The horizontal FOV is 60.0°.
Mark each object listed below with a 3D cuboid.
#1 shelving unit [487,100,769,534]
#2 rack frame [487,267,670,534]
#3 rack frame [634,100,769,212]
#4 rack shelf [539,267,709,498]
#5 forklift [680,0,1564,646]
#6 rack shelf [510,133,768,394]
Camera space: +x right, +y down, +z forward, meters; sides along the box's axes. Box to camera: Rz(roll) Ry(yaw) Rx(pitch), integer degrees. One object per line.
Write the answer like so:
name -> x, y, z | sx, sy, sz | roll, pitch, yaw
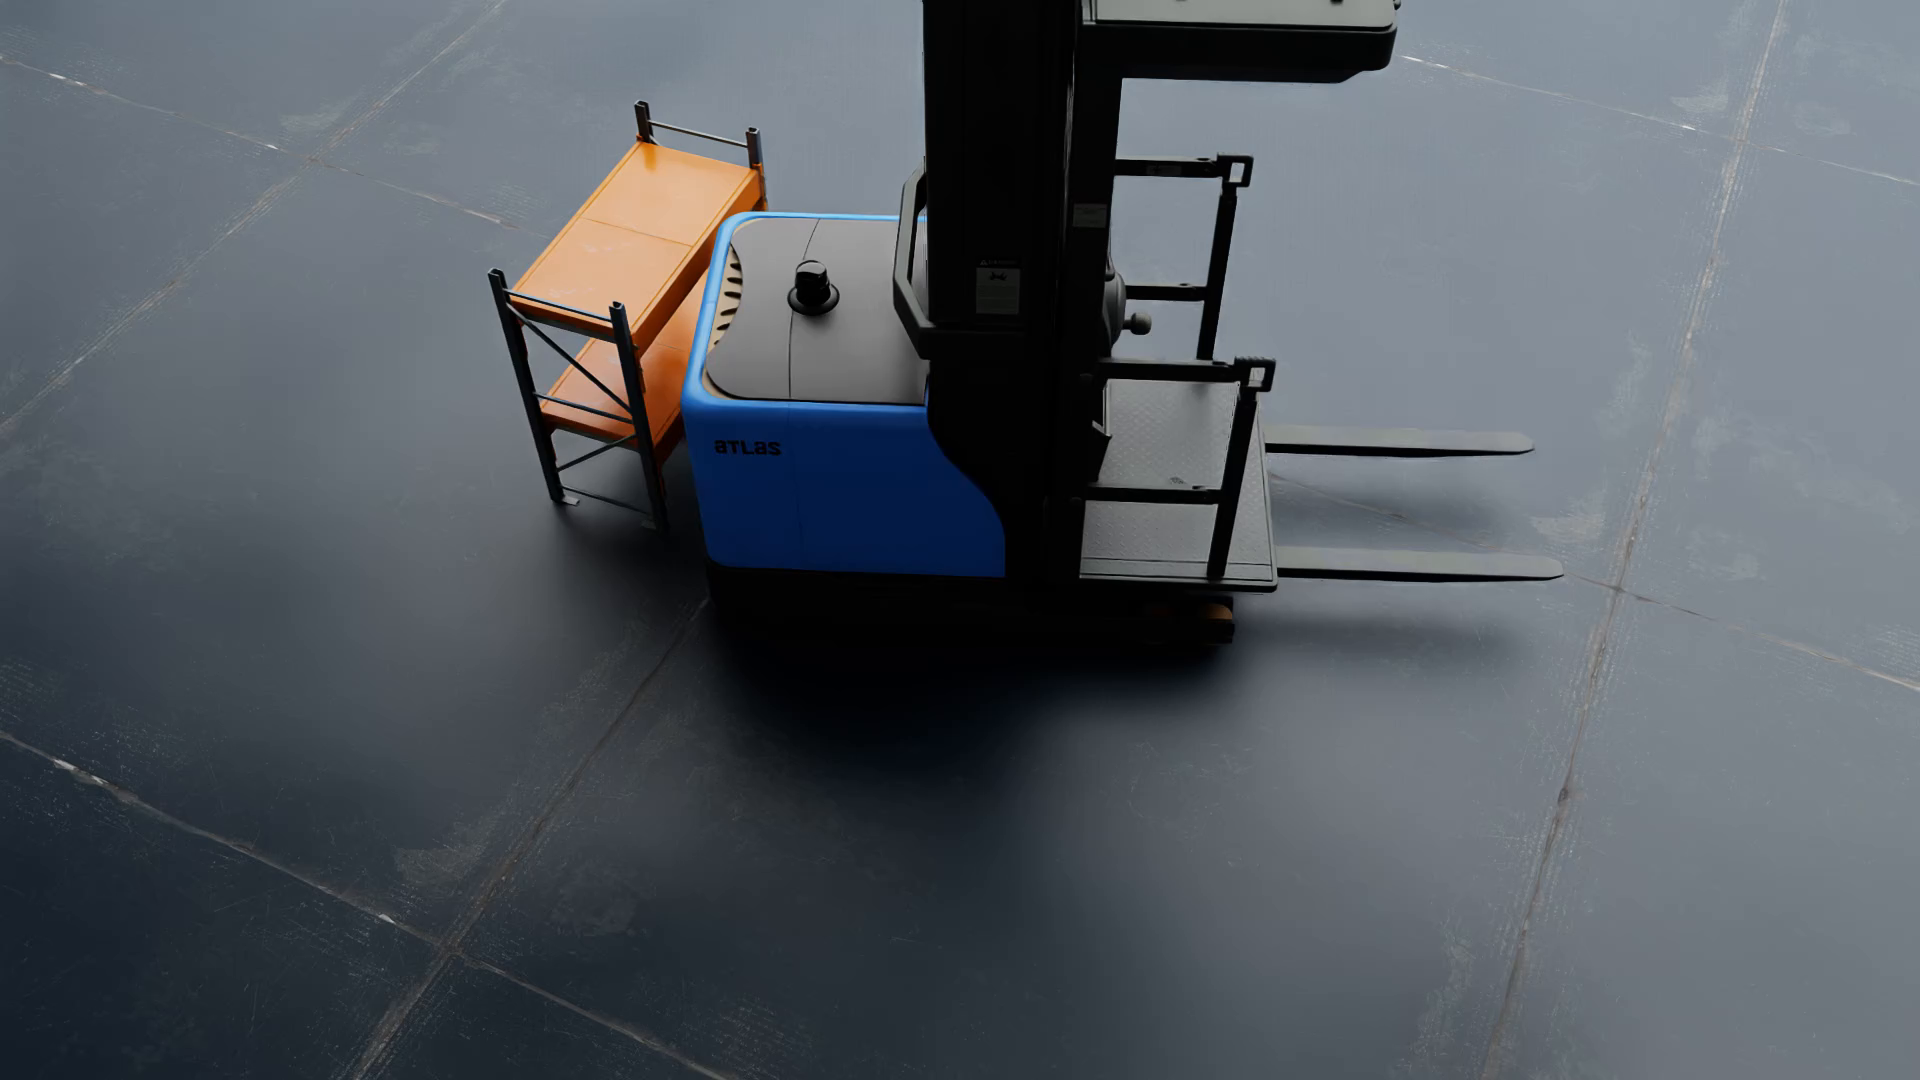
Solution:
shelving unit -> -1.150, -0.827, 6.215 | 0.538, 1.125, 1.048 | 16, 52, 14
rack frame -> -1.334, -0.466, 5.908 | 0.500, 1.125, 0.032 | 16, 52, 14
rack frame -> -0.966, -1.188, 6.522 | 0.500, 1.125, 0.032 | 16, 52, 14
rack shelf -> -1.150, -0.668, 6.401 | 0.538, 0.278, 1.000 | 16, 52, 14
forklift -> 0.632, -0.990, 5.168 | 3.031, 2.935, 1.130 | 2, 50, 2
rack shelf -> -1.150, -1.017, 5.992 | 0.538, 0.278, 1.000 | 16, 52, 14
